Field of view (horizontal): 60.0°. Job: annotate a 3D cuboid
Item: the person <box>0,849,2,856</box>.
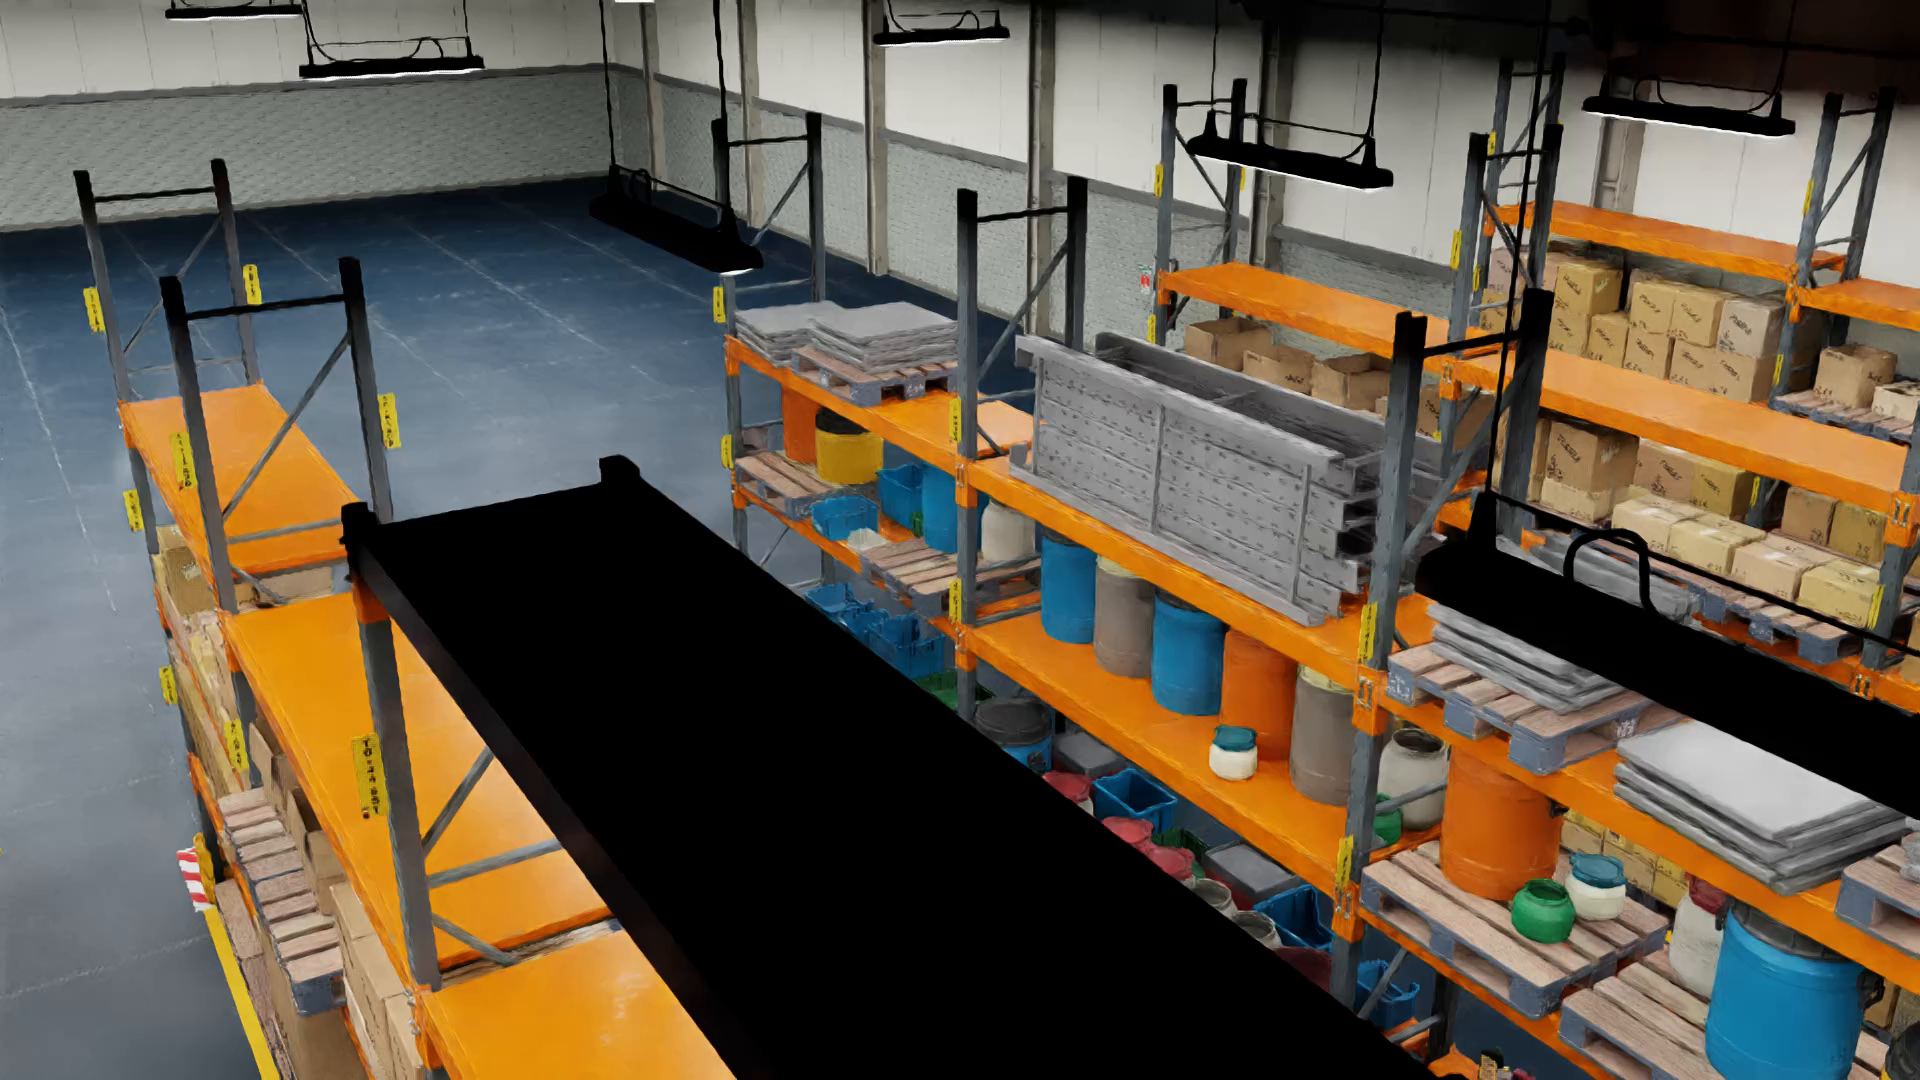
[{"bbox_3d":[-8.595,2.050,13.931,0.480,1.765,0.727,4,22,10],"label":"person"}]
